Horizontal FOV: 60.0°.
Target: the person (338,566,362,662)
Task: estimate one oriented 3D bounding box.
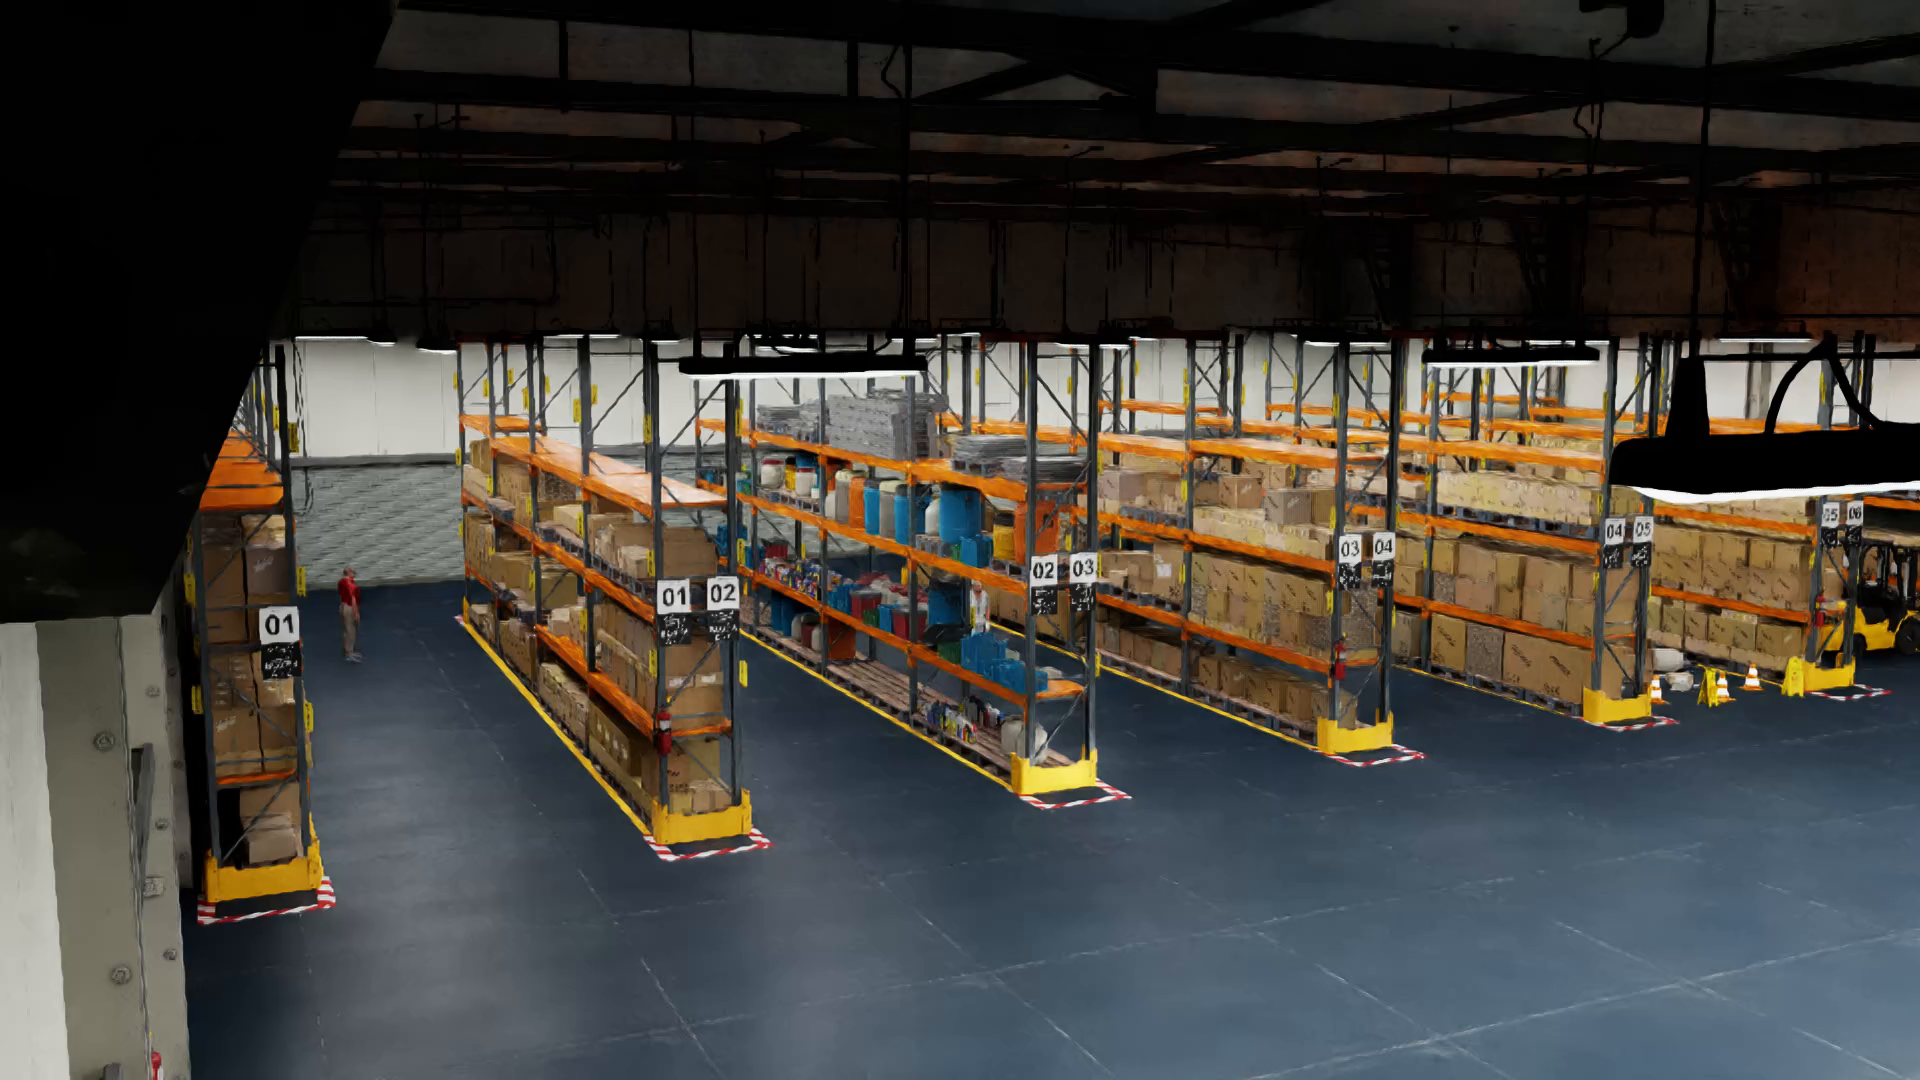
[{"bbox_3d":[-11.218,1.339,30.637,0.380,1.740,0.619,-6,10,-39],"label":"person"}]

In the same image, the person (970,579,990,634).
[{"bbox_3d":[0.299,1.471,29.716,0.550,1.709,1.128,-4,9,-26],"label":"person"}]
